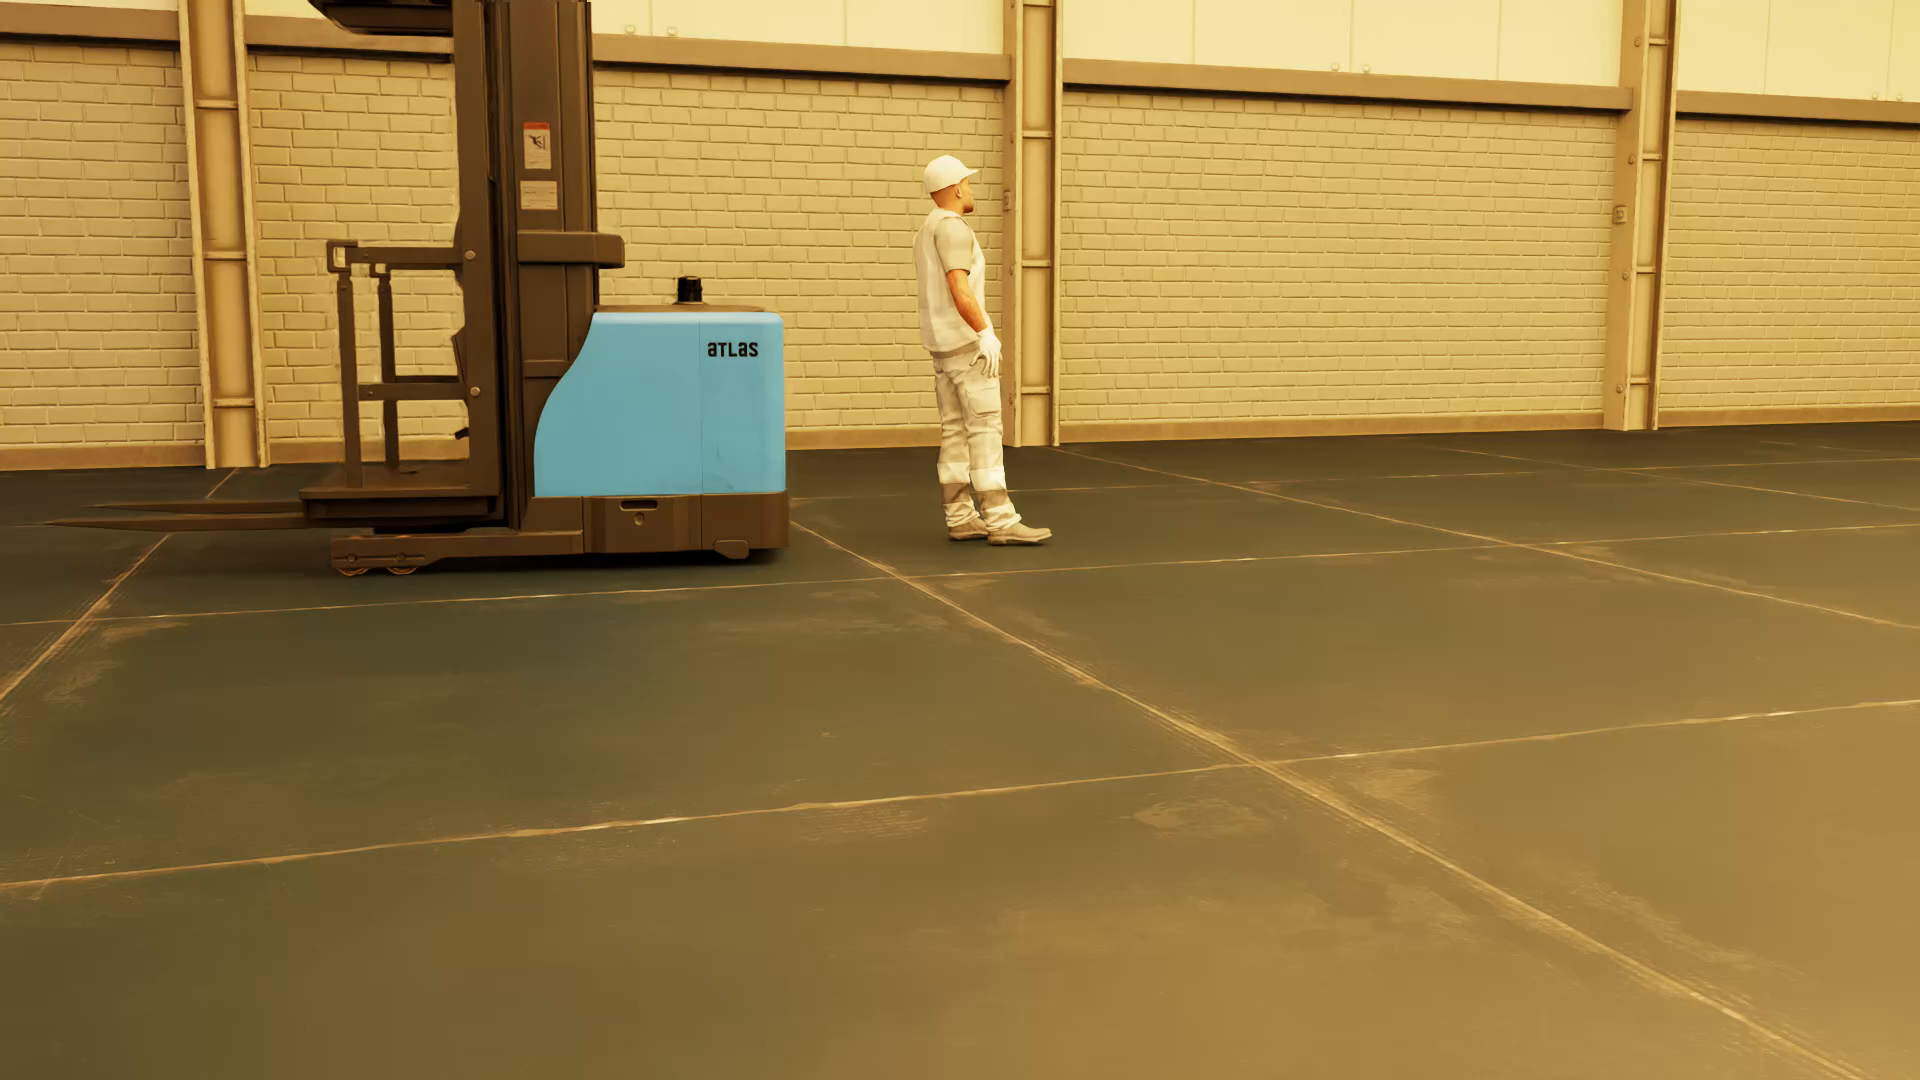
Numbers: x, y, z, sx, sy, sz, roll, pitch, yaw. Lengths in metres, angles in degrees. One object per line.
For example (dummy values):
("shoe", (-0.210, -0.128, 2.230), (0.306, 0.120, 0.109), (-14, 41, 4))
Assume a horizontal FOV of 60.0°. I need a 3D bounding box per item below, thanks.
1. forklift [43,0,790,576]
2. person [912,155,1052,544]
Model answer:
("forklift", (-2.307, -1.380, 7.196), (3.031, 2.935, 1.130), (-1, 8, -10))
("person", (0.080, -0.896, 7.816), (0.564, 1.787, 0.637), (-3, 8, -18))
